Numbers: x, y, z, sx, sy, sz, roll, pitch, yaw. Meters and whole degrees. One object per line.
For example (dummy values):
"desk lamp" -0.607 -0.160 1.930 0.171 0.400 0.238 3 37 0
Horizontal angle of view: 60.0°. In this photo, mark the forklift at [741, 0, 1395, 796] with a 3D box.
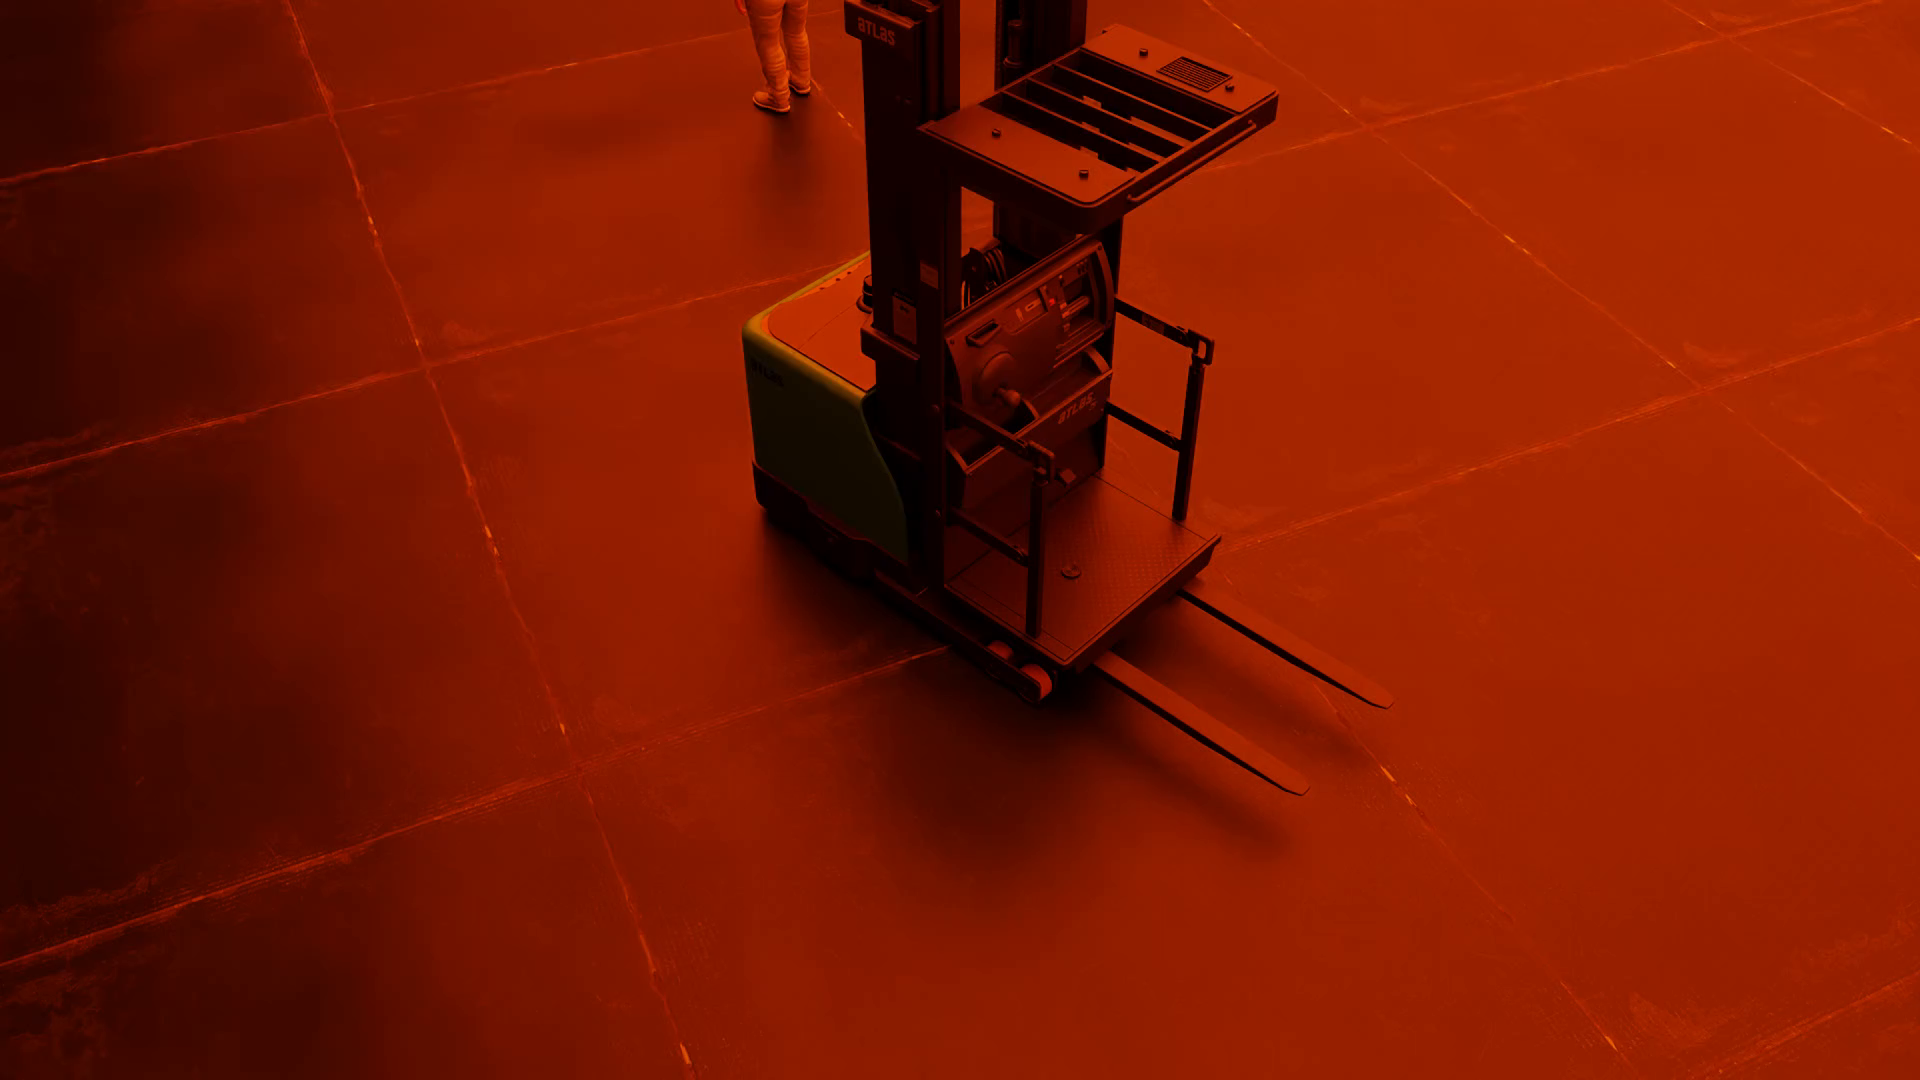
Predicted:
"forklift" 0.445 -0.788 6.525 3.031 2.935 1.130 32 52 30

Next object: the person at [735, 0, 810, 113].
"person" -1.179 -3.467 10.311 0.599 1.669 0.529 -31 51 -29
